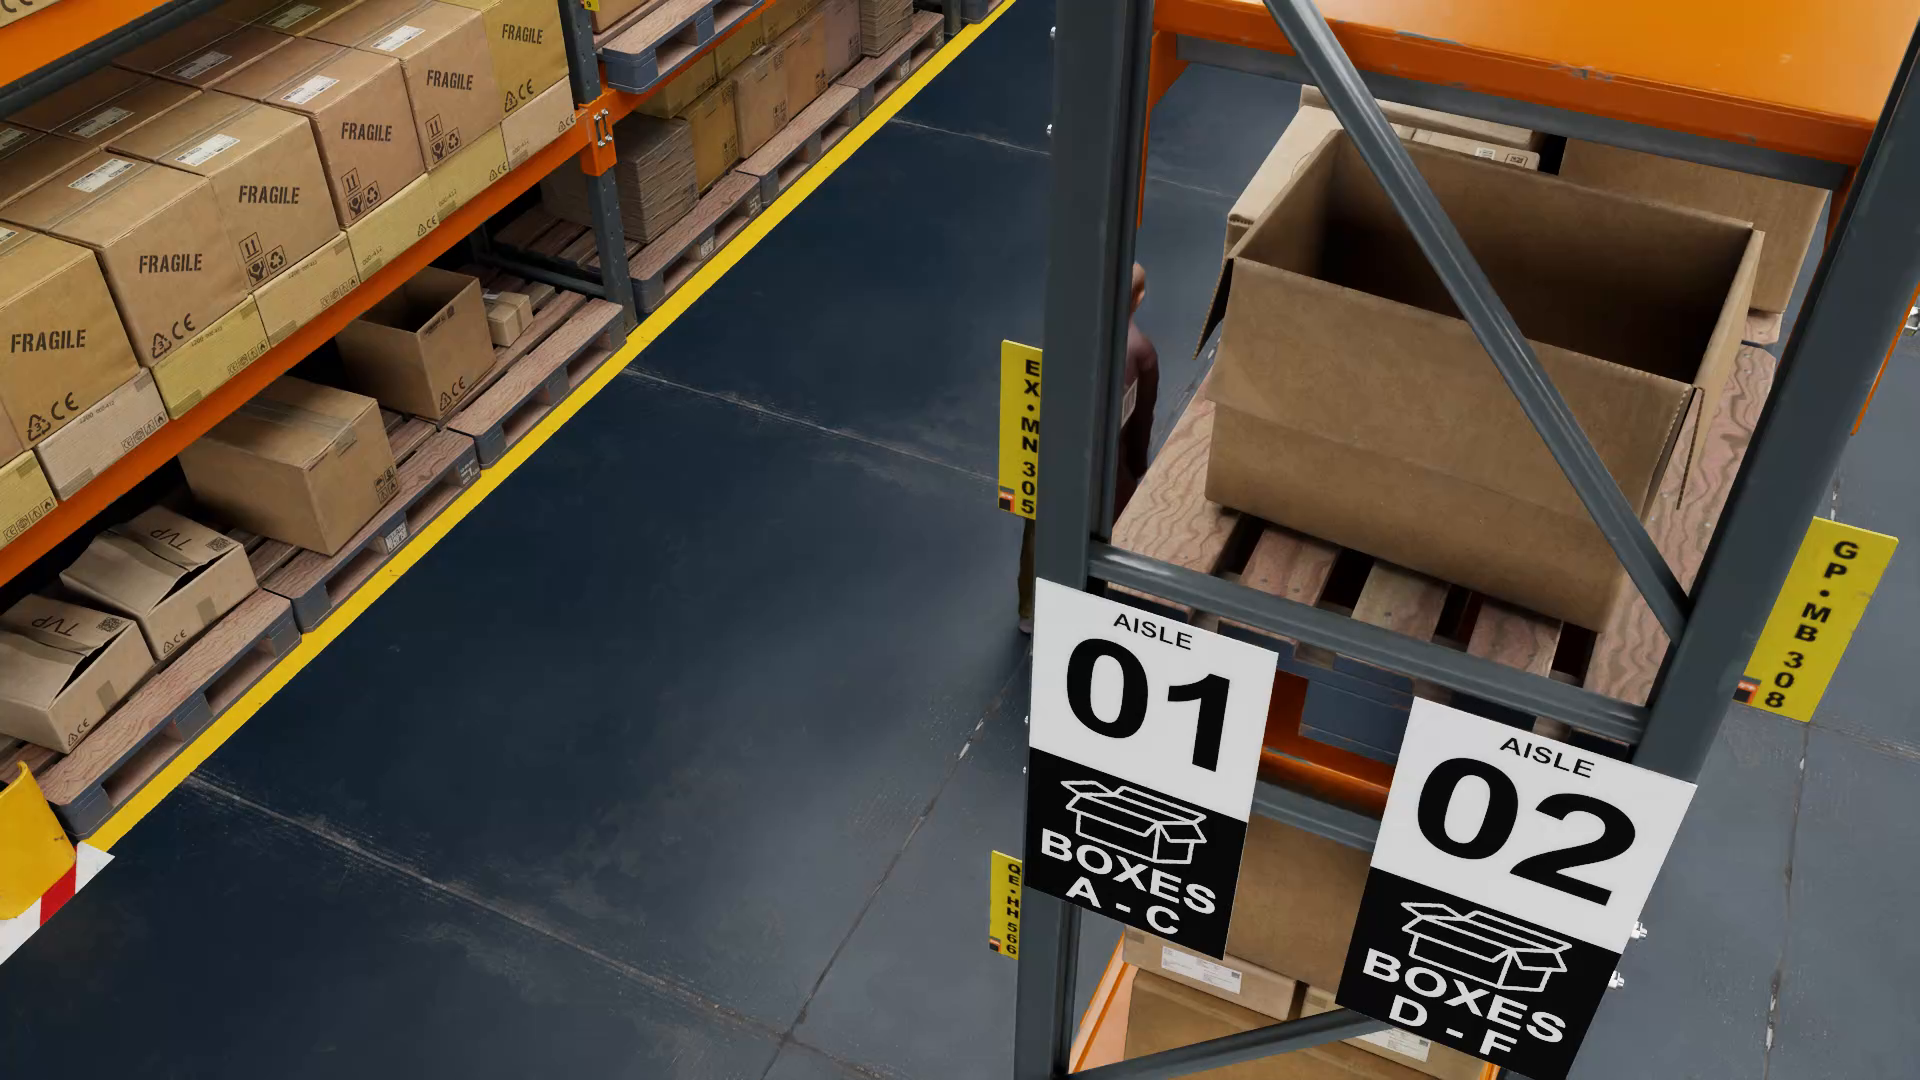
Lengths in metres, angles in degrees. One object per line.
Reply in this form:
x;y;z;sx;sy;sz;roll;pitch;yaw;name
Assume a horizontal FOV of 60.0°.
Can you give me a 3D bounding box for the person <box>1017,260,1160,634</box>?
0.532;-0.335;6.764;0.545;1.500;0.815;17;44;18;person
